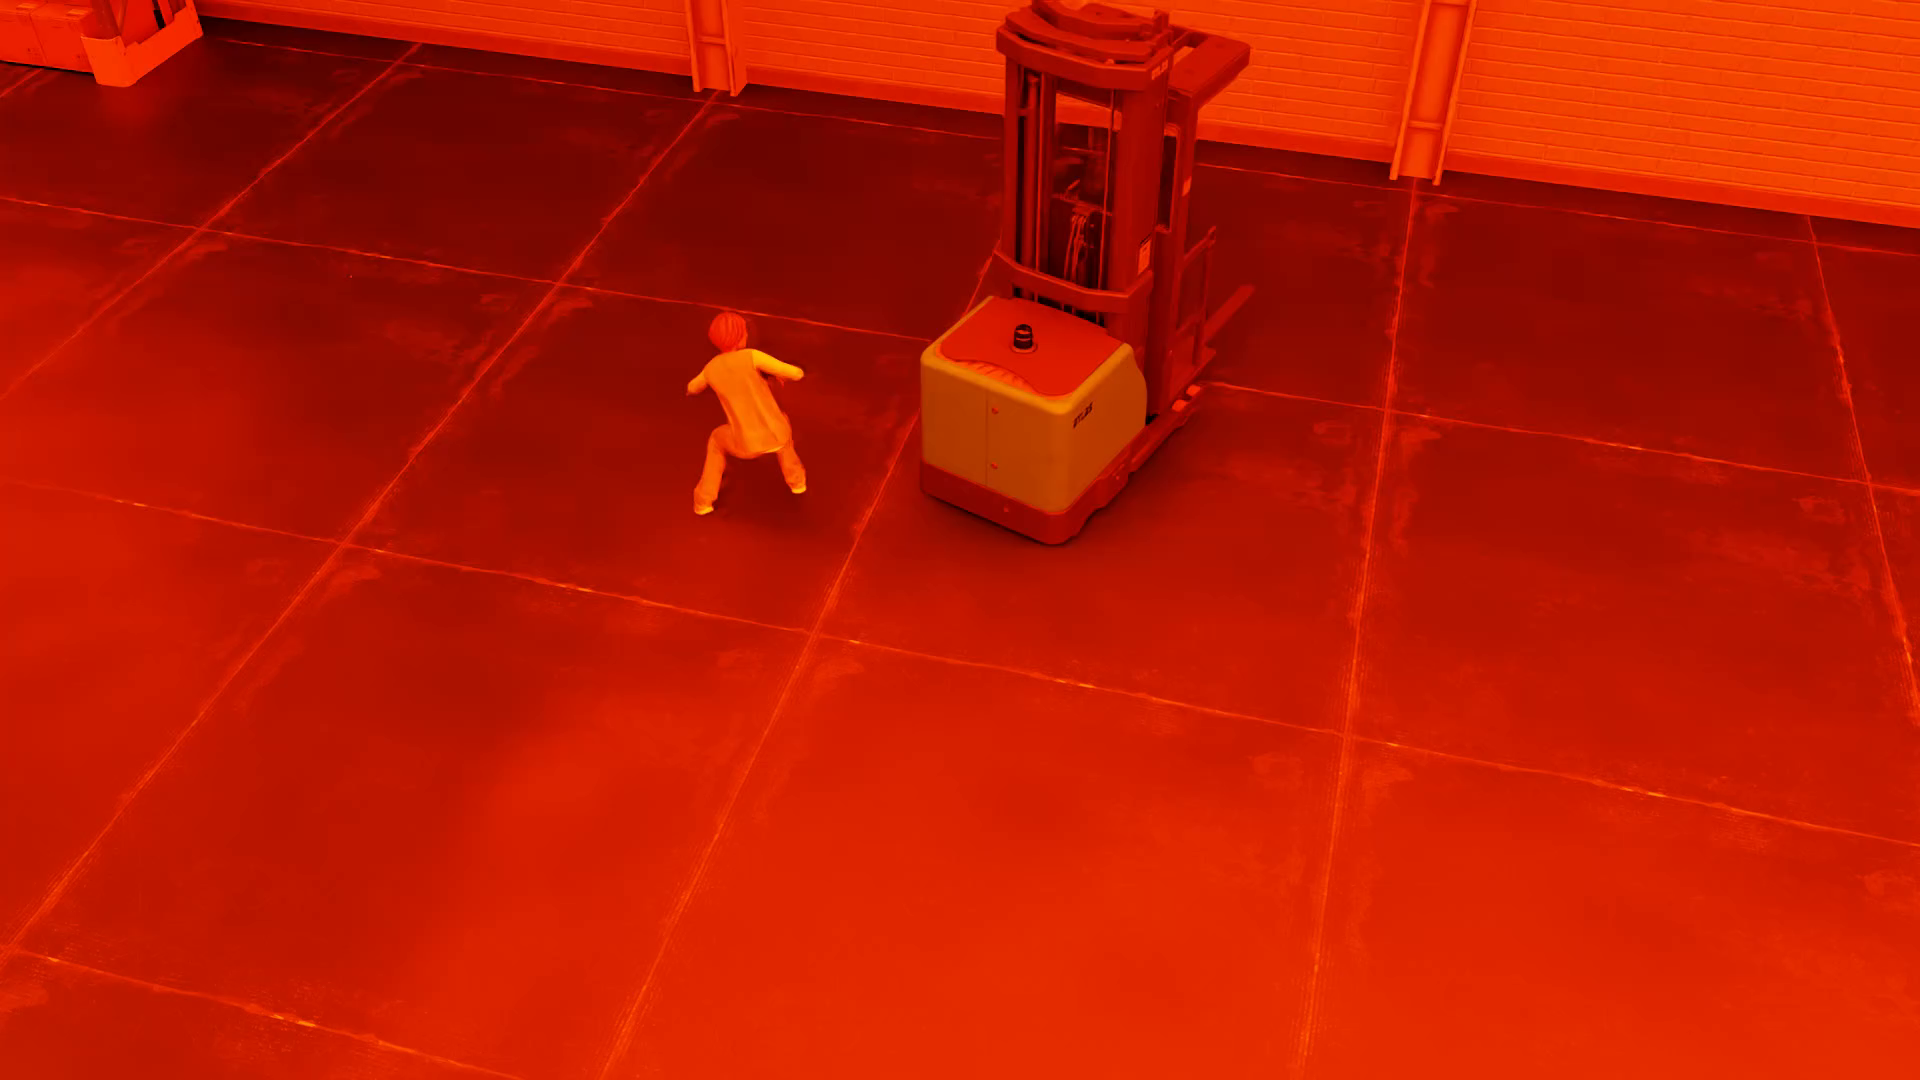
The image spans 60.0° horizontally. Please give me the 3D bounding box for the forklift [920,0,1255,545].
[{"bbox_3d":[0.981,-2.016,10.161,1.130,2.935,3.031,23,46,24],"label":"forklift"}]

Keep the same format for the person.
[{"bbox_3d":[-1.301,-0.764,9.961,0.736,1.370,0.765,-7,42,-8],"label":"person"}]
